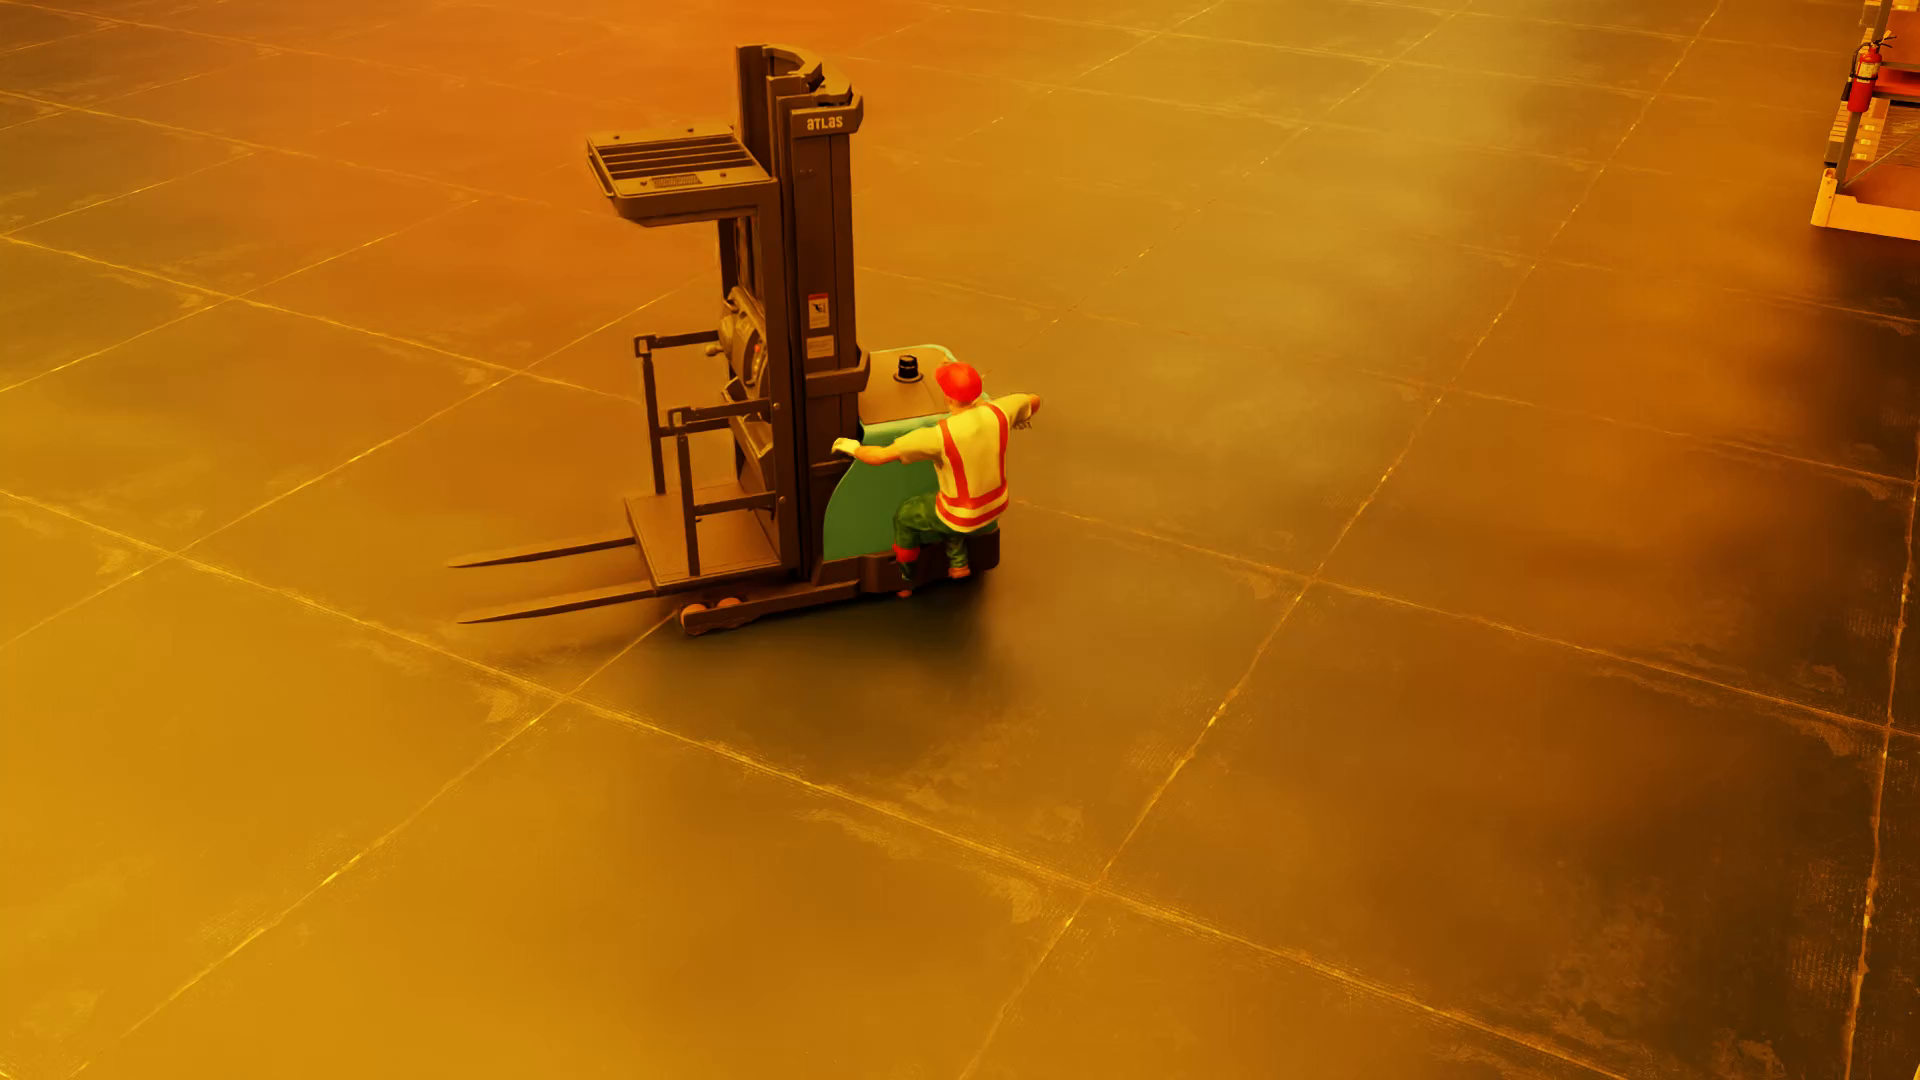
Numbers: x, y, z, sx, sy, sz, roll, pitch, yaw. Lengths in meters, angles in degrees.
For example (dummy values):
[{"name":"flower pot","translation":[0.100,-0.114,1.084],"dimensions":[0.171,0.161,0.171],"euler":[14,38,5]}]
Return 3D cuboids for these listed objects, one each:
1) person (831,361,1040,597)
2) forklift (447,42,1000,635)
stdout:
[{"name":"person","translation":[-0.097,-0.342,9.045],"dimensions":[1.136,1.564,0.863],"euler":[-22,37,-34]},{"name":"forklift","translation":[-1.344,-1.047,8.886],"dimensions":[3.031,2.935,1.130],"euler":[-10,31,-17]}]
